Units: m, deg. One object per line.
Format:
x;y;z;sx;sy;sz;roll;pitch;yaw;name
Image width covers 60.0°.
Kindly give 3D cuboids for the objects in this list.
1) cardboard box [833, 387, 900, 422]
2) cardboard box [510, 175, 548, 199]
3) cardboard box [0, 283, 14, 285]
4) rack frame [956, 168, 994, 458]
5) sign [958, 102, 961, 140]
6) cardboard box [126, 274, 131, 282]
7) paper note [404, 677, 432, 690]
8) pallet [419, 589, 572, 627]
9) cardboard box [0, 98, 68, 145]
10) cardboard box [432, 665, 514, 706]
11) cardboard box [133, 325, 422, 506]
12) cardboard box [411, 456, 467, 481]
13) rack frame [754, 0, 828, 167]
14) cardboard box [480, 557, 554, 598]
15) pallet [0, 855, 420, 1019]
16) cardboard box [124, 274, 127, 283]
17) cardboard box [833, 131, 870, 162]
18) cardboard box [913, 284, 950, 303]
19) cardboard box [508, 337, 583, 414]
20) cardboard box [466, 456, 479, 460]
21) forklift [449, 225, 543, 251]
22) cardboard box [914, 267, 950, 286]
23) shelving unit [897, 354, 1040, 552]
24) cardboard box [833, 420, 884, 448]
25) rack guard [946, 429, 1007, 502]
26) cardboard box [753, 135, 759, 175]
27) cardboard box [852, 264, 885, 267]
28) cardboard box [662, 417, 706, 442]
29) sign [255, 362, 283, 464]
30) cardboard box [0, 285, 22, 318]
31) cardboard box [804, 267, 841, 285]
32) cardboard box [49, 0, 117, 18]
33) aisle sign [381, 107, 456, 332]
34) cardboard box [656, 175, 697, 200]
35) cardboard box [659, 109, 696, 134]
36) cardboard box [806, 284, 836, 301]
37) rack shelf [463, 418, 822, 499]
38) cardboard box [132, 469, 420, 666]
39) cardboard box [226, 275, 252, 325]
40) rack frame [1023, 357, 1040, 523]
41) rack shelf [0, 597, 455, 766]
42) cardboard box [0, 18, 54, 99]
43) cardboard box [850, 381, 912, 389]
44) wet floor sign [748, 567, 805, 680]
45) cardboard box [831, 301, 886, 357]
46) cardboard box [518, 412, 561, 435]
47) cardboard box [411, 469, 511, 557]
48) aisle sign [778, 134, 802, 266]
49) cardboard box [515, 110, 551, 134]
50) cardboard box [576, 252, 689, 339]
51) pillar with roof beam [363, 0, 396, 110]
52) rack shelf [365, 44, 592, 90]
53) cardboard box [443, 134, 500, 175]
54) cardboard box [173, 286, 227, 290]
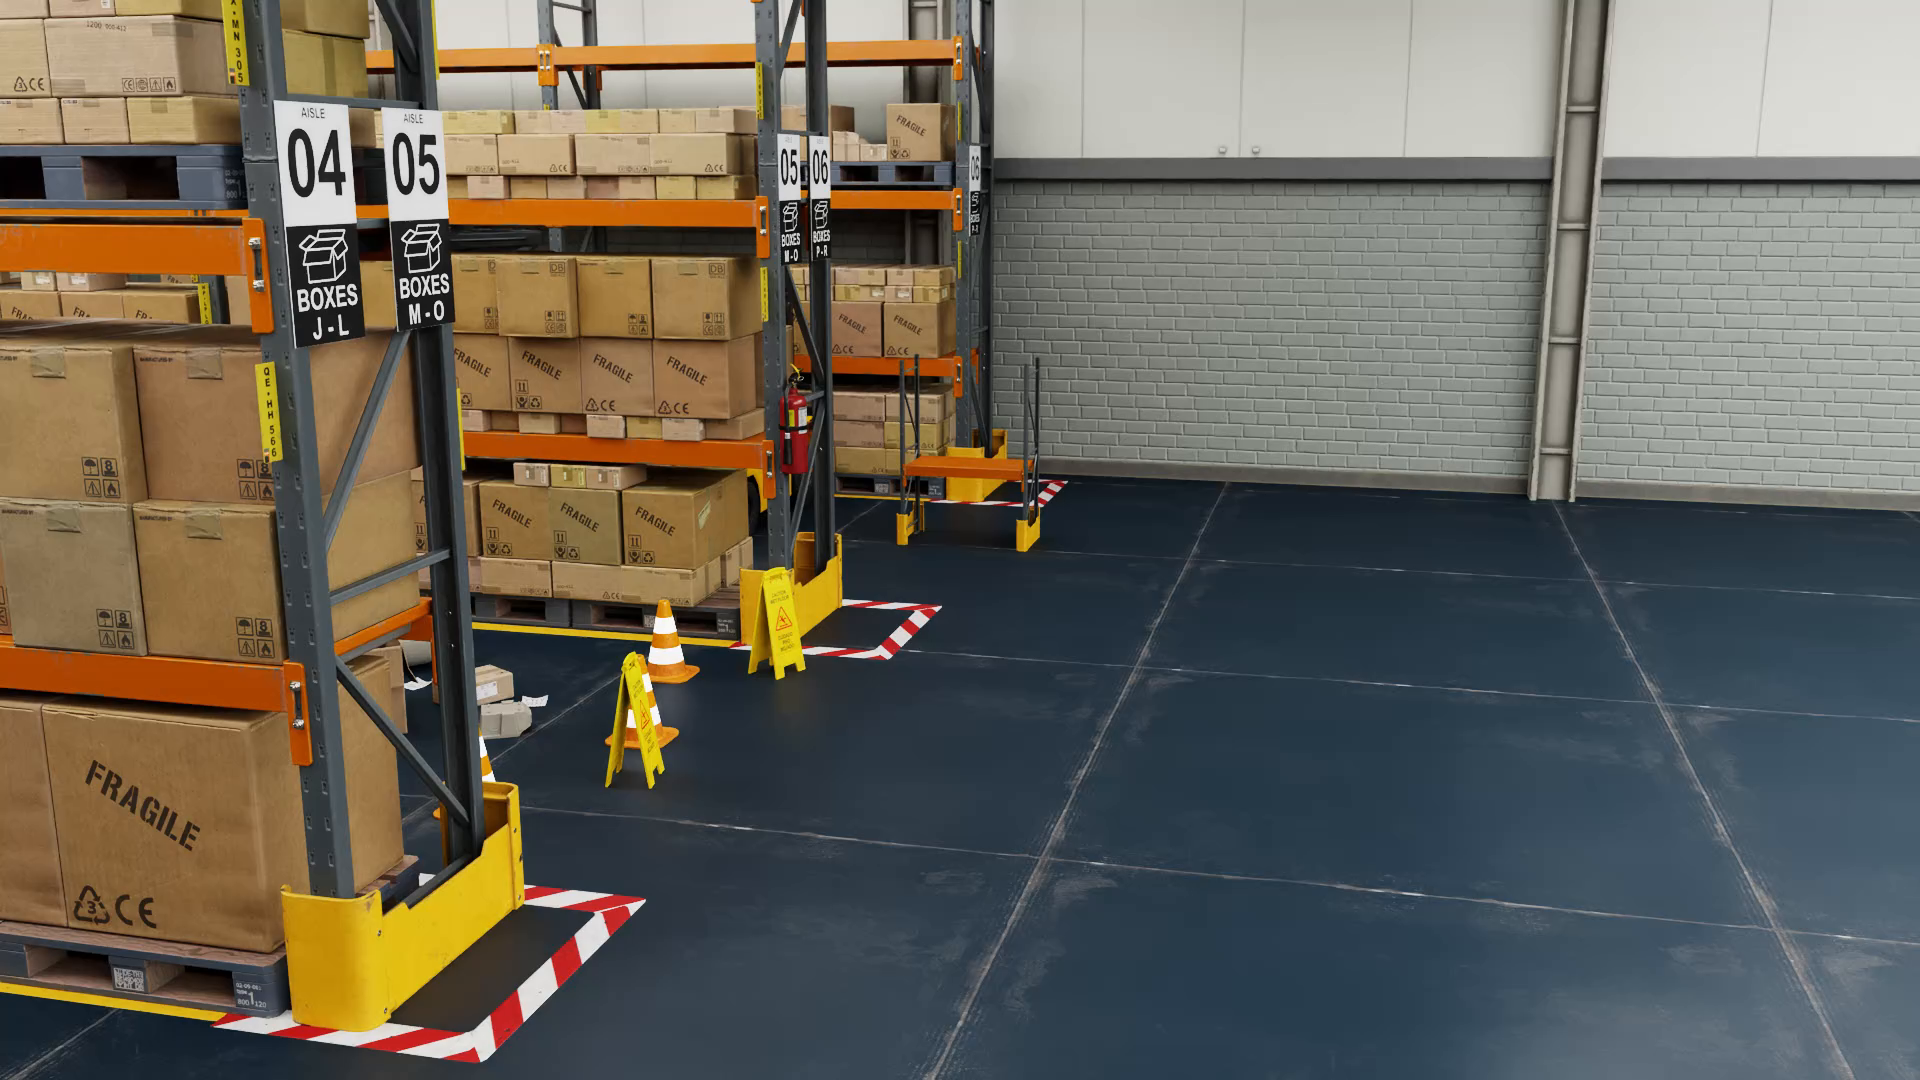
-0.877;-1.277;15.635;0.500;0.250;0.500;3;13;15;cardboard box
-2.694;-2.273;10.706;0.250;0.149;0.380;3;13;12;cardboard box
-7.308;-1.697;12.572;0.500;0.500;0.500;2;13;10;cardboard box
0.142;-1.943;15.565;0.127;3.000;1.000;3;13;14;rack frame
-0.002;-3.687;14.642;0.005;0.325;0.100;3;13;14;sign
-9.254;-2.659;17.586;0.637;0.503;0.797;3;13;12;cardboard box
-3.227;0.850;9.858;0.142;0.019;0.148;8;15;33;paper note
-3.079;0.345;11.691;1.213;0.211;1.003;3;13;14;pallet
-3.030;-1.421;5.666;0.250;0.149;0.380;3;13;14;cardboard box
-2.800;0.850;9.560;0.250;0.149;0.380;12;17;43;cardboard box
-2.483;-0.480;6.135;0.550;0.550;0.875;3;13;14;cardboard box
-3.551;-0.506;11.238;0.250;0.149;0.380;4;13;17;cardboard box
-1.044;-3.828;10.210;0.127;3.000;1.000;3;13;14;rack frame
-2.904;0.199;11.292;0.500;0.250;0.500;3;13;12;cardboard box
-2.927;1.484;6.559;1.213;0.211;1.003;3;13;14;pallet
-6.379;-1.956;12.238;0.250;0.149;0.380;4;13;17;cardboard box
-0.982;-3.588;15.164;0.258;0.266;0.396;3;13;14;cardboard box
-0.262;-2.267;15.300;0.250;0.149;0.380;3;13;14;cardboard box
-2.607;-1.117;10.924;0.500;0.500;0.500;3;13;13;cardboard box
-3.795;-0.335;11.965;0.500;0.500;0.500;3;13;15;cardboard box
-4.128;-1.520;13.818;3.031;2.935;1.130;11;16;39;forklift
-0.257;-2.428;15.336;0.250;0.149;0.380;3;13;14;cardboard box
0.074;-0.728;13.553;1.083;1.500;0.587;3;13;14;shelving unit
-0.890;-1.037;15.709;0.500;0.250;0.500;3;13;13;cardboard box
0.165;-0.721;15.831;0.348;0.500;1.175;3;13;14;rack guard
-1.468;-2.517;10.889;0.500;0.250;0.500;3;13;13;cardboard box
-0.876;-2.563;15.947;0.250;0.149;0.380;3;13;14;cardboard box
-1.731;-0.740;10.726;0.250;0.149;0.380;3;13;13;cardboard box
-2.275;-0.420;5.482;0.005;0.325;0.100;3;13;14;sign
-6.921;-1.562;11.960;0.500;0.500;0.500;3;13;11;cardboard box
-1.267;-2.461;15.484;0.250;0.149;0.380;3;13;15;cardboard box
-2.782;-1.797;5.521;0.250;0.149;0.380;3;13;14;cardboard box
-1.991;-1.181;6.131;0.004;0.787;0.394;3;13;14;aisle sign
-1.707;-2.206;10.408;0.250;0.149;0.380;3;13;14;cardboard box
-1.684;-2.607;10.372;0.250;0.149;0.380;3;13;15;cardboard box
-1.263;-2.320;15.537;0.250;0.149;0.380;3;13;12;cardboard box
-2.986;-0.651;11.406;4.000;0.370;1.077;3;13;14;rack shelf
-2.503;0.064;6.172;0.550;0.550;0.875;3;13;14;cardboard box
-4.552;-1.720;11.336;0.500;0.500;0.700;3;13;13;cardboard box
0.576;-0.701;13.432;0.032;1.500;0.500;3;13;14;rack frame
-4.074;0.395;6.690;4.000;0.370;1.077;3;13;14;rack shelf
-3.159;-1.636;5.715;0.500;0.250;0.500;3;13;14;cardboard box
-0.766;-1.384;16.115;0.500;0.250;0.500;3;13;14;cardboard box
-1.116;0.485;10.056;0.232;0.644;0.267;8;15;33;wet floor sign
-0.901;-1.991;15.551;0.500;0.500;0.500;3;13;15;cardboard box
-2.717;-0.802;11.005;0.250;0.149;0.380;3;13;13;cardboard box
-3.394;-0.195;11.336;0.500;0.500;0.500;4;13;16;cardboard box
-1.053;-2.104;10.289;0.004;0.787;0.394;3;13;14;aisle sign
-2.654;-2.673;10.672;0.250;0.149;0.380;3;13;12;cardboard box
-2.082;-1.589;10.747;0.500;0.500;0.700;3;13;14;cardboard box
-7.175;-4.503;13.256;0.400;9.000;9.100;3;13;14;pillar with roof beam
-5.684;-4.637;16.440;4.000;0.370;1.077;3;13;14;rack shelf
-3.089;-2.483;10.735;0.500;0.250;0.500;3;13;14;cardboard box
-5.314;-1.590;12.088;0.500;0.500;0.500;3;13;15;cardboard box
